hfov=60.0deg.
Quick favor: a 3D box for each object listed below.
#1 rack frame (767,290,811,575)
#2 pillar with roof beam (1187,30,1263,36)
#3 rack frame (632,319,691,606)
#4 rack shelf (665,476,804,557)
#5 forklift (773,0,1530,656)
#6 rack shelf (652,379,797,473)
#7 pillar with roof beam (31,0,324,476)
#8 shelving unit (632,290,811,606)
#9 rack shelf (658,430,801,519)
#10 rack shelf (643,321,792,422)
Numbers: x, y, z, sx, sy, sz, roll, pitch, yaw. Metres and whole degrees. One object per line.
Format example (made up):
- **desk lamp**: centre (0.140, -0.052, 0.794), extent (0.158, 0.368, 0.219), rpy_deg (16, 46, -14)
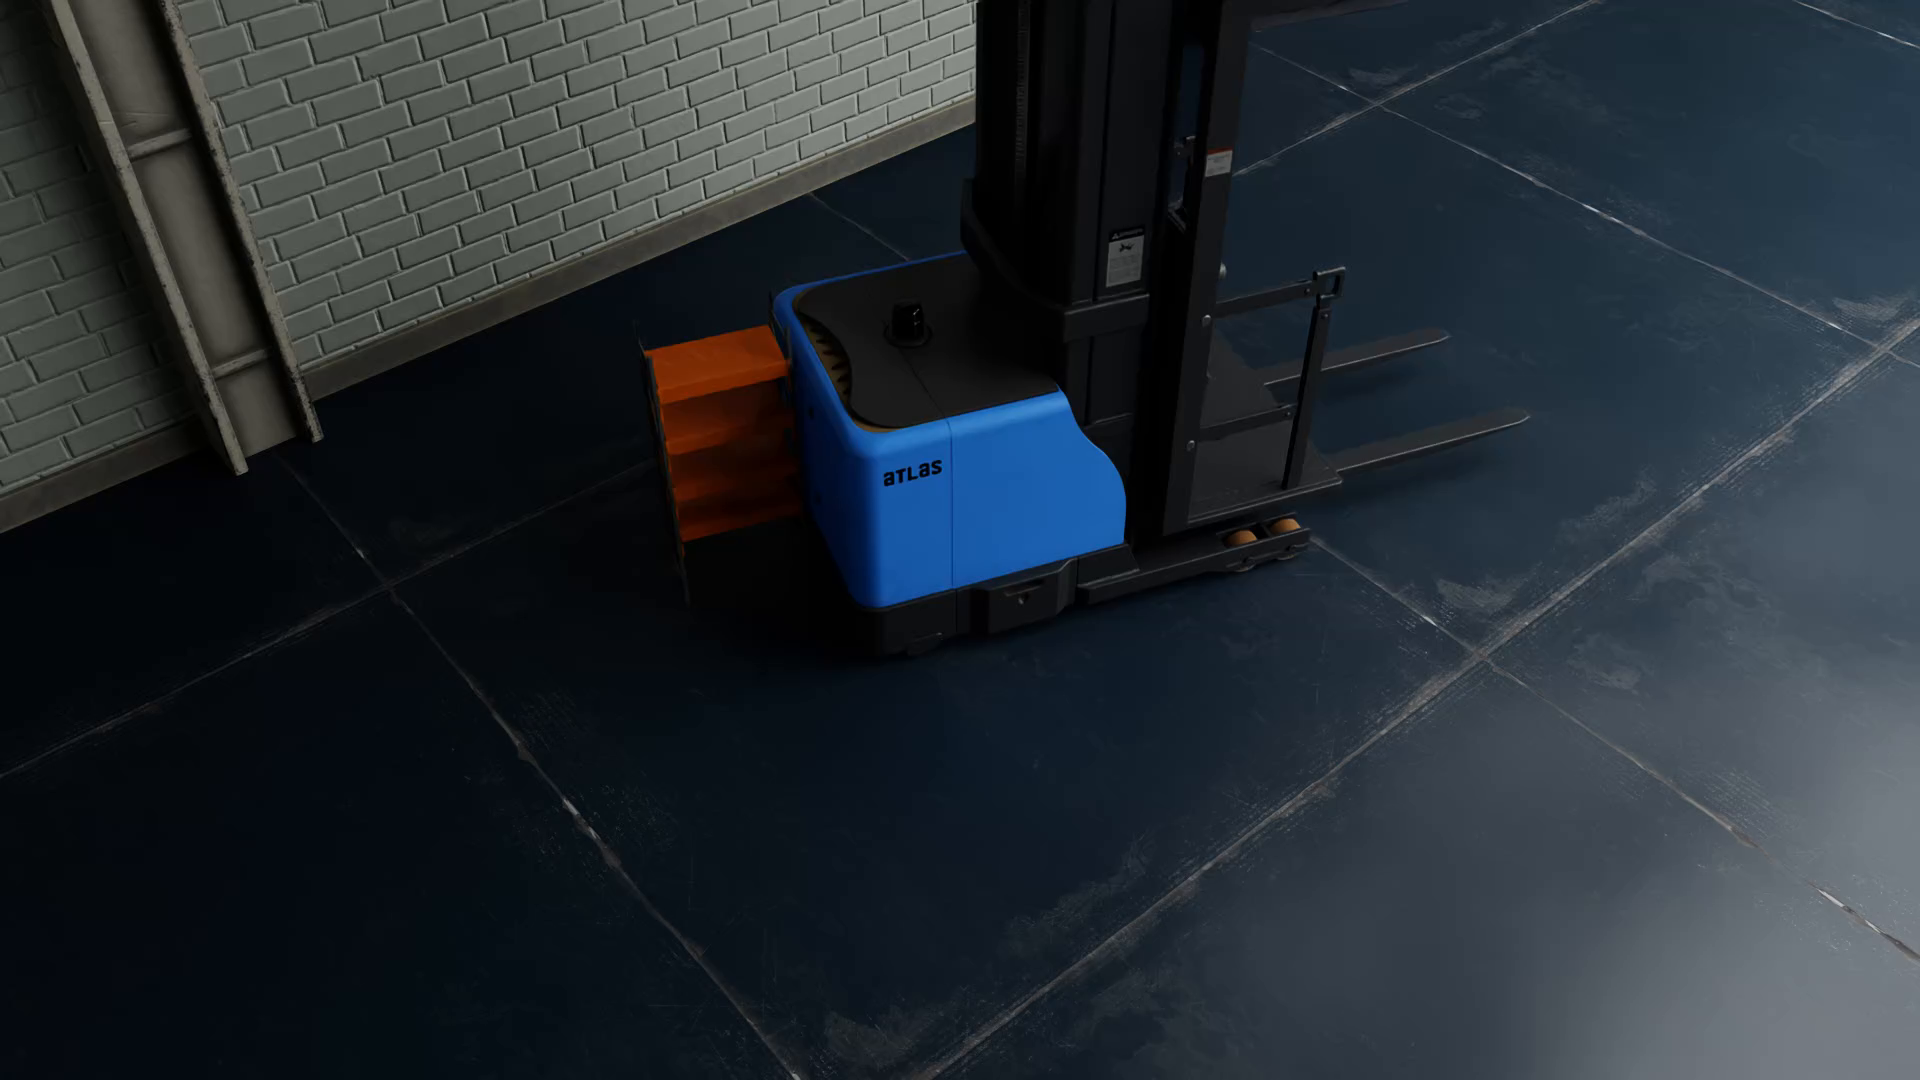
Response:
- **rack frame**: centre (-0.642, -0.378, 6.276), extent (0.015, 1.200, 0.240), rpy_deg (-15, 45, -15)
- **pillar with roof beam**: centre (4.353, -4.093, 4.534), extent (0.400, 9.000, 9.100), rpy_deg (-30, 51, -28)
- **rack frame**: centre (-1.098, -0.259, 6.149), extent (0.015, 1.200, 0.240), rpy_deg (-15, 45, -15)
- **rack shelf**: centre (-0.870, -0.124, 6.394), extent (0.480, 0.148, 0.258), rpy_deg (-15, 45, -15)
- **forklift**: centre (0.859, -1.266, 5.957), extent (3.031, 2.935, 1.130), rpy_deg (-15, 45, -15)
- **rack shelf**: centre (-0.870, -0.432, 6.105), extent (0.480, 0.148, 0.258), rpy_deg (-15, 45, -15)
- **pillar with roof beam**: centre (-0.249, -1.457, 1.728), extent (0.400, 9.000, 9.100), rpy_deg (-30, 51, -28)
- **shelving unit**: centre (-0.870, -0.318, 6.212), extent (0.503, 1.200, 0.258), rpy_deg (-15, 45, -15)
- **rack shelf**: centre (-0.870, -0.269, 6.258), extent (0.480, 0.148, 0.258), rpy_deg (-15, 45, -15)
- **rack shelf**: centre (-0.870, -0.605, 5.943), extent (0.480, 0.148, 0.258), rpy_deg (-15, 45, -15)
